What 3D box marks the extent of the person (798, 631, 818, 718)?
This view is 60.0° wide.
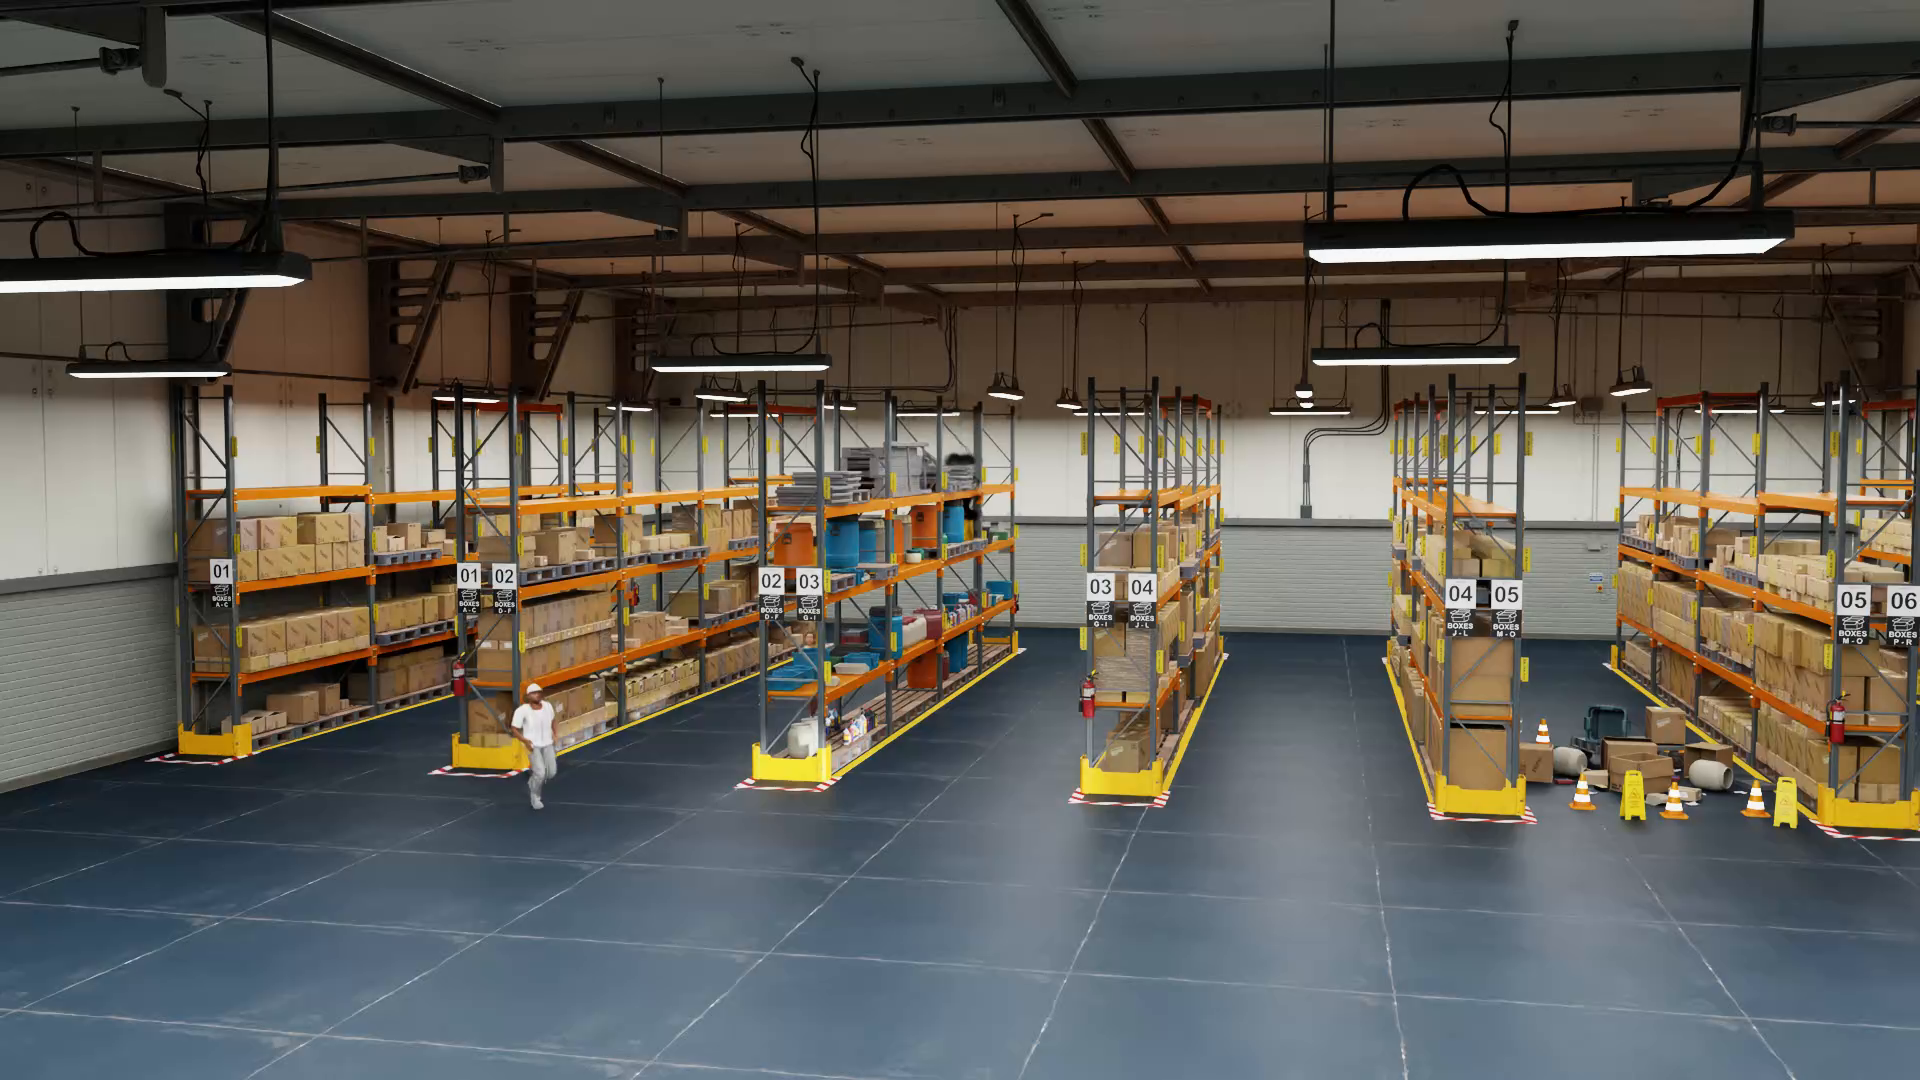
[{"bbox_3d":[-2.714,2.478,30.288,0.552,1.632,0.589,1,3,10],"label":"person"}]

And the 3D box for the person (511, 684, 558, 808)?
[{"bbox_3d":[-5.877,2.851,23.109,0.700,1.727,0.541,-3,4,-43],"label":"person"}]
